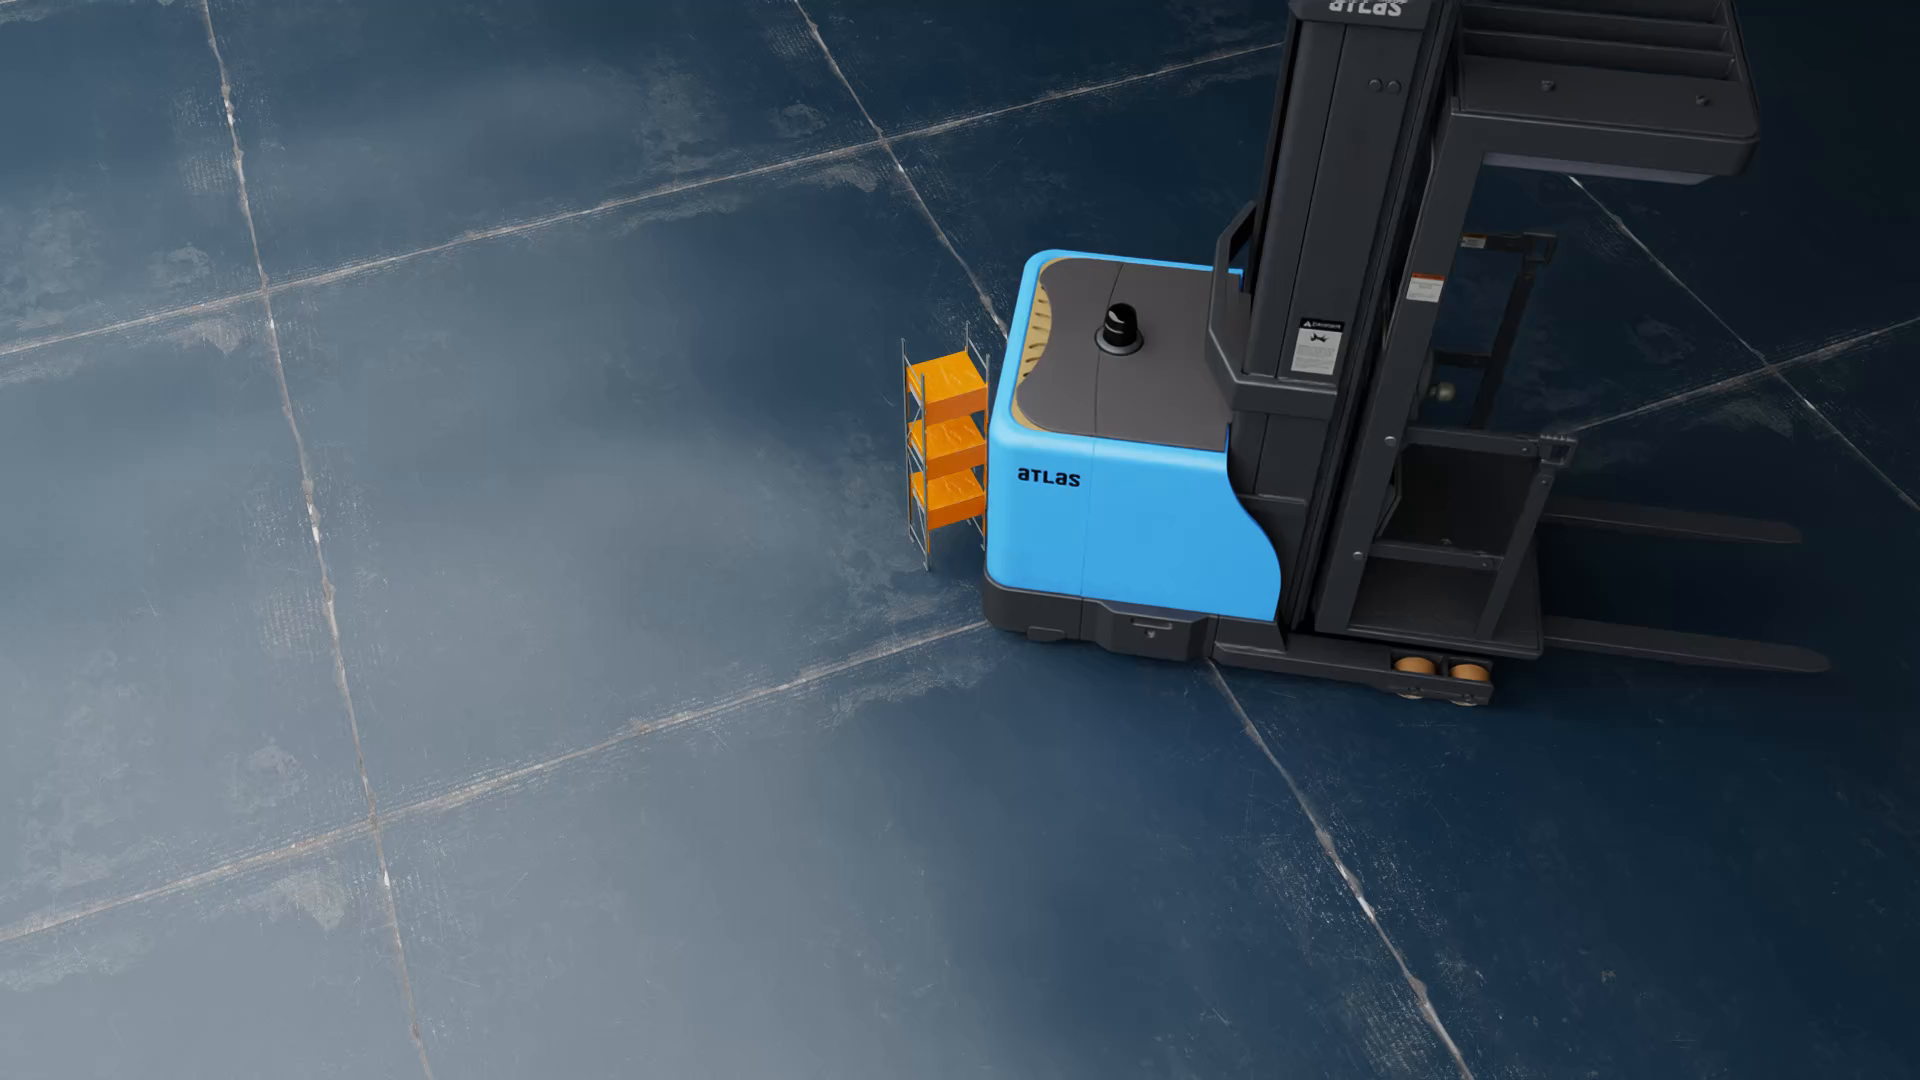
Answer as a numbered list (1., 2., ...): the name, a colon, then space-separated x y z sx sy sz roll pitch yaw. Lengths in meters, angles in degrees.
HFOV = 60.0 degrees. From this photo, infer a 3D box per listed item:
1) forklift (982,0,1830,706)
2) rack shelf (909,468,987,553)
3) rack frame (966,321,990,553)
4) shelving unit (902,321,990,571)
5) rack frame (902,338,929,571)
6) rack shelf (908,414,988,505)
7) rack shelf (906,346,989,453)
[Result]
1. forklift: 1.650 -0.787 5.335 3.031 2.935 1.130 7 50 6
2. rack shelf: -0.050 -0.139 6.398 0.240 0.259 0.215 -17 52 -14
3. rack frame: 0.063 -0.362 6.209 0.008 1.050 0.200 -17 52 -14
4. shelving unit: -0.050 -0.327 6.179 0.252 1.050 0.215 -17 52 -14
5. rack frame: -0.162 -0.292 6.149 0.008 1.050 0.200 -17 52 -14
6. rack shelf: -0.050 -0.320 6.187 0.240 0.259 0.215 -17 52 -14
7. rack shelf: -0.050 -0.505 5.972 0.240 0.259 0.215 -17 52 -14
